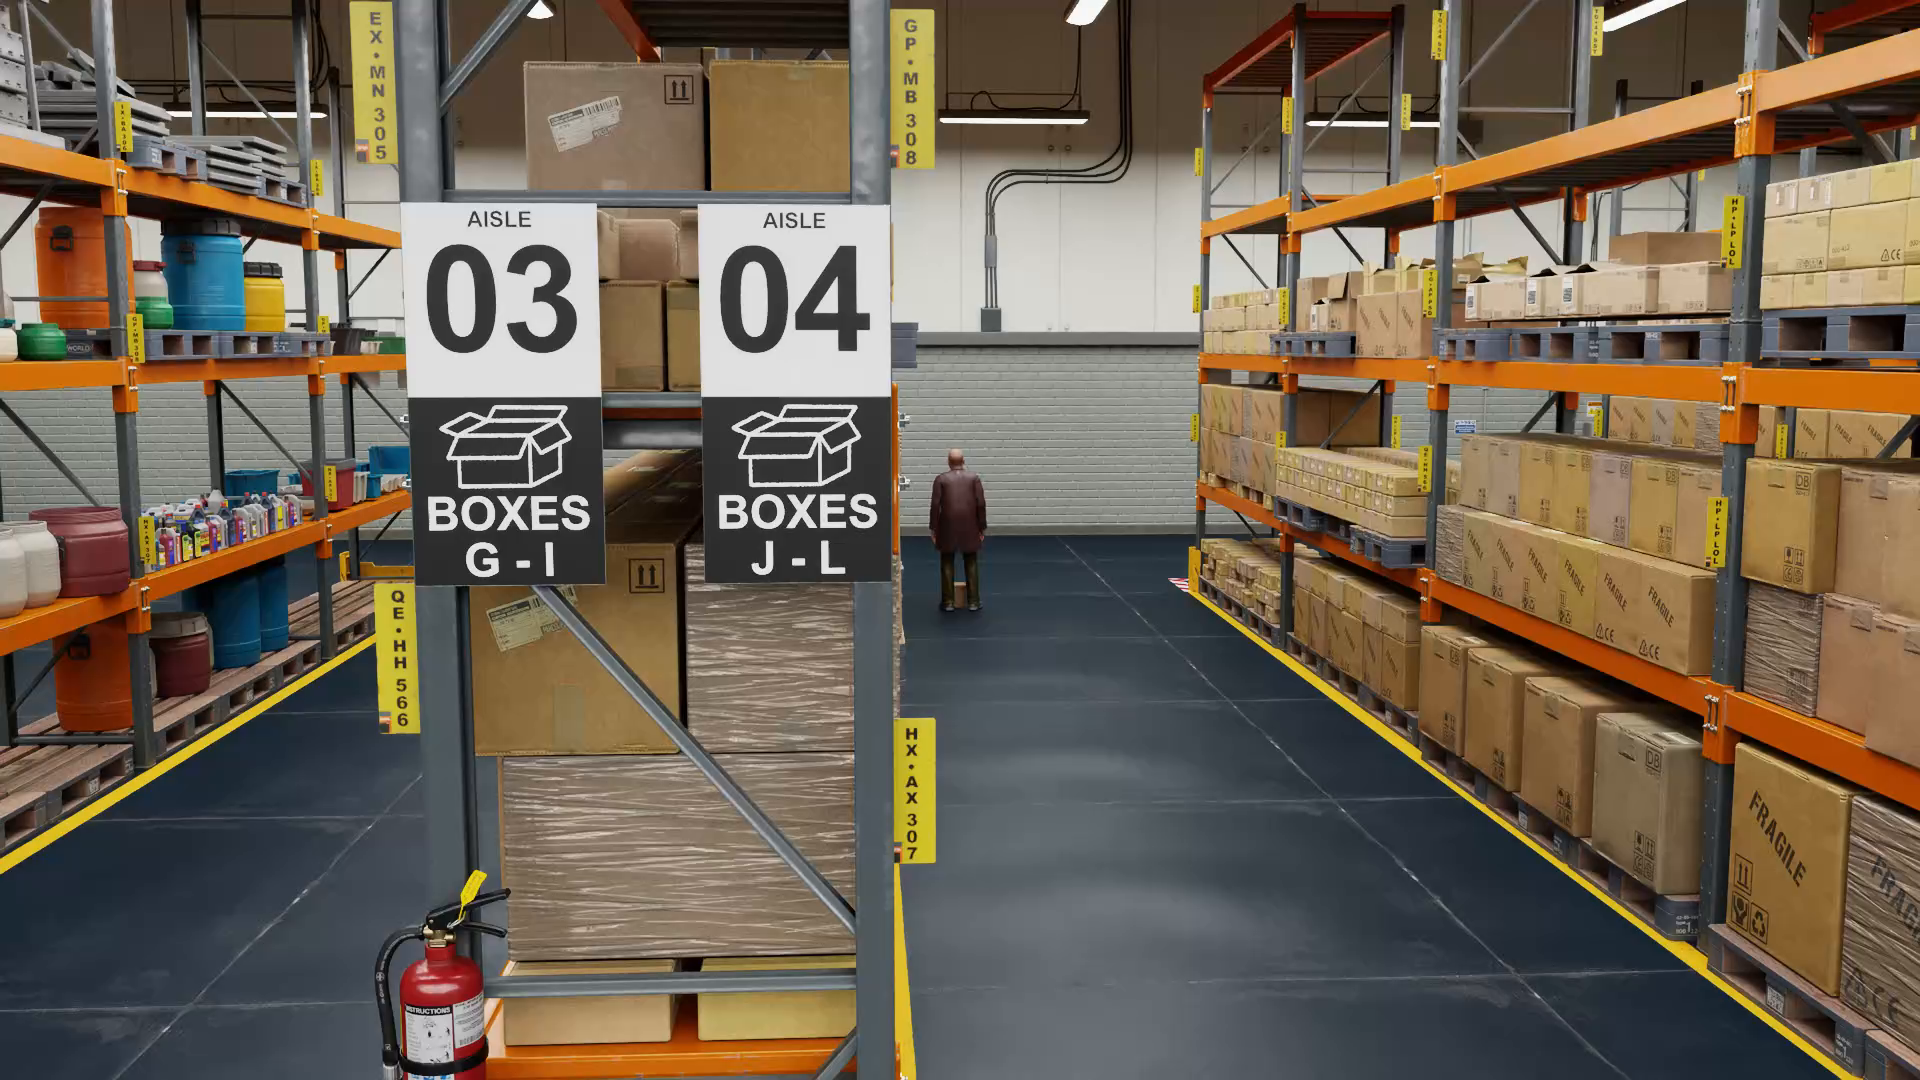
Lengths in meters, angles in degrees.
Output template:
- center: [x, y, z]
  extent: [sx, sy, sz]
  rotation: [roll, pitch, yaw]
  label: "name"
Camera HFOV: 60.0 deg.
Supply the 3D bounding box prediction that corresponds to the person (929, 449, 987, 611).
- center: [-0.020, -0.114, 18.270]
  extent: [0.640, 1.773, 0.430]
  rotation: [-1, 7, -4]
  label: "person"
